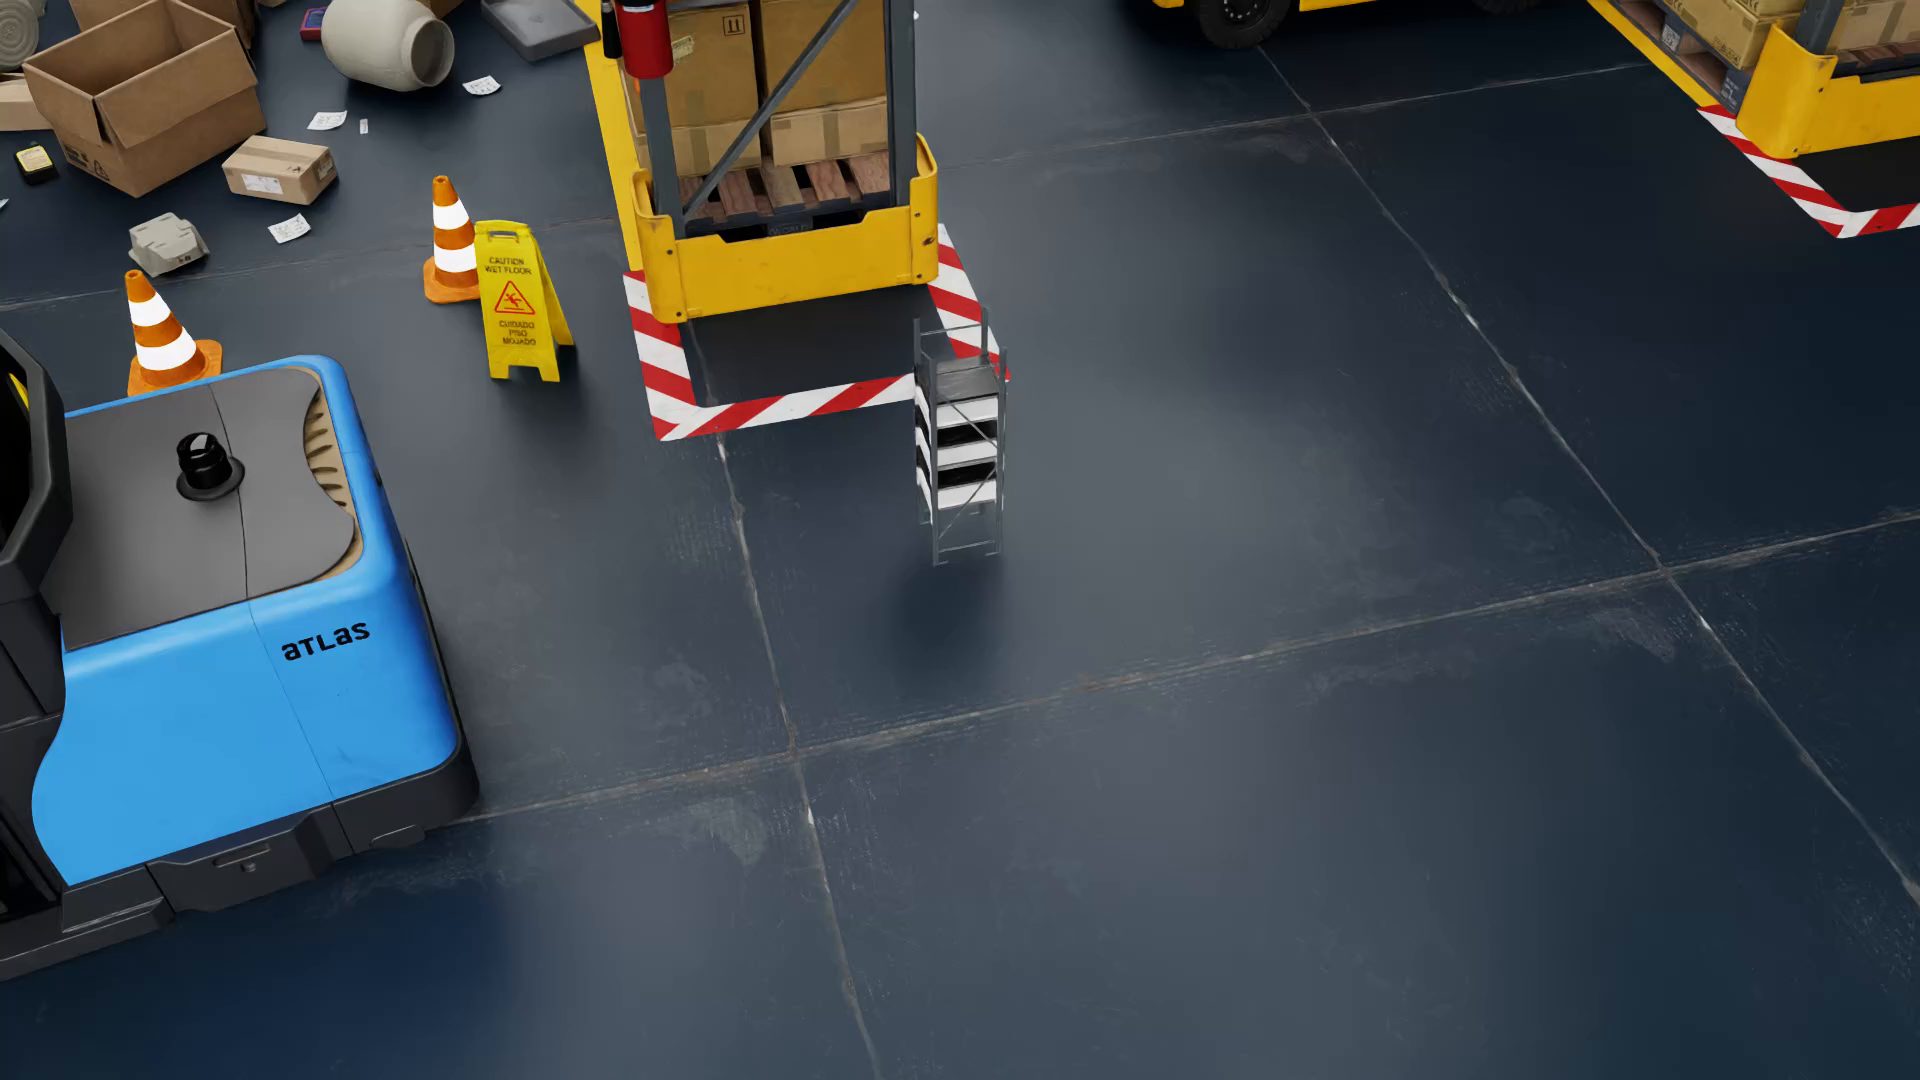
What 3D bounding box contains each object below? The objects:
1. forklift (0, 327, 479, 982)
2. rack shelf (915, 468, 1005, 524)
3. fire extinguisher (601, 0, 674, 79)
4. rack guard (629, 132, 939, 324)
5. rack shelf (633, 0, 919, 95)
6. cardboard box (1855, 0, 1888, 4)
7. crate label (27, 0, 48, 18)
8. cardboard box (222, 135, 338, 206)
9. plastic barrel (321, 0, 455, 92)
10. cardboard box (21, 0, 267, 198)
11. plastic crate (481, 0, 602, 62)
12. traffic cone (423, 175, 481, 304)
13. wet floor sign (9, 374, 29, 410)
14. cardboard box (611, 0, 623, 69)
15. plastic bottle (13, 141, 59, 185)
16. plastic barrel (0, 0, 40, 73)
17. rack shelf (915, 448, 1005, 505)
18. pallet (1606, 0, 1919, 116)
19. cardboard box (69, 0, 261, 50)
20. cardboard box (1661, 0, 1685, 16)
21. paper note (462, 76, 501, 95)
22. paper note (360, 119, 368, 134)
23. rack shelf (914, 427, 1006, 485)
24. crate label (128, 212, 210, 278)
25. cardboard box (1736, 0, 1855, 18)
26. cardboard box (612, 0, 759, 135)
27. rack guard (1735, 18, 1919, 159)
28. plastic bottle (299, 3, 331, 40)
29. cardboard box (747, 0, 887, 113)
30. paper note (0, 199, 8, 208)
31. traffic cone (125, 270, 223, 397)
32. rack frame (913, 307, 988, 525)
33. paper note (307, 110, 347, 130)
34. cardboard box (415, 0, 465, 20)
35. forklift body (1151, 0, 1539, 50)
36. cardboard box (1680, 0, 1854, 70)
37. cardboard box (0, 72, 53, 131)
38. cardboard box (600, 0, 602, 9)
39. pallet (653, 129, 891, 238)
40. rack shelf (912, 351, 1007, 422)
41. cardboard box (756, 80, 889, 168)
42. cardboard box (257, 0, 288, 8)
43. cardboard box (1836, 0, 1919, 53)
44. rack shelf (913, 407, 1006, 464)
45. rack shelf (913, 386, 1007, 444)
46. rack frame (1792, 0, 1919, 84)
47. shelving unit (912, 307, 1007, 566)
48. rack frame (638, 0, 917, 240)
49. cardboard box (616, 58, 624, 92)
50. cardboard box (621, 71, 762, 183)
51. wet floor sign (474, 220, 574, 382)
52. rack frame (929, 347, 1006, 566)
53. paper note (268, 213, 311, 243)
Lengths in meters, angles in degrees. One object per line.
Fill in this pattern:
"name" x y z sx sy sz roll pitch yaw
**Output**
"forklift" -2.986 -0.094 3.790 3.031 2.935 1.130 -17 48 -16
"rack shelf" -0.002 -0.171 5.586 0.258 0.077 0.200 -11 47 -10
"fire extinguisher" -1.080 -1.879 5.545 0.296 0.674 0.183 -11 47 -10
"rack guard" -0.683 -1.247 6.622 1.175 0.500 0.348 -11 47 -10
"rack shelf" -1.175 -3.198 7.288 1.077 0.370 4.000 -11 47 -10
"cardboard box" 4.214 -2.702 7.579 0.500 0.250 0.500 -10 46 -10
"crate label" -4.727 -2.686 8.286 0.250 0.136 0.298 27 51 24
"cardboard box" -2.951 -1.607 7.220 0.380 0.149 0.250 11 47 11
"plastic barrel" -2.656 -2.317 7.724 0.512 0.421 0.421 19 48 17
"cardboard box" -3.560 -1.945 7.304 0.637 0.503 0.797 27 51 24
"plastic crate" -2.078 -2.575 8.218 0.402 0.080 0.583 -26 51 -24
"traffic cone" -2.020 -1.242 6.644 0.336 0.463 0.334 -11 47 -10
"wet floor sign" -3.501 -0.613 5.898 0.267 0.644 0.232 -18 48 -17
"cardboard box" -1.257 -2.382 7.090 0.500 0.500 0.500 -9 46 -9
"plastic bottle" -4.093 -1.673 7.346 0.133 0.061 0.283 -26 51 -24
"plastic barrel" -4.673 -2.452 7.856 0.512 0.421 0.421 19 48 17
"rack shelf" -0.002 -0.234 5.522 0.258 0.077 0.200 -11 47 -10
"pallet" 3.898 -2.524 8.076 1.003 0.211 1.213 -11 47 -10
"cardboard box" -3.808 -2.637 7.887 0.797 0.637 0.503 -11 47 -10
"cardboard box" 3.590 -2.776 8.001 0.500 0.250 0.500 -11 47 -10
"paper note" -2.249 -2.142 7.828 0.142 0.019 0.148 -26 51 -24
"paper note" -2.723 -1.890 7.595 0.032 0.001 0.123 -11 47 -10
"rack shelf" -0.002 -0.297 5.458 0.258 0.077 0.200 -11 47 -10
"crate label" -3.268 -1.222 6.852 0.250 0.136 0.298 -35 55 -30
"cardboard box" 3.707 -2.618 7.497 0.500 0.250 0.500 -11 47 -11
"cardboard box" -1.121 -2.022 6.737 0.500 0.500 0.500 -10 46 -10
"rack guard" 4.140 -2.088 7.446 1.175 0.500 0.348 -11 47 -10
"plastic bottle" -3.170 -2.569 8.224 0.133 0.061 0.283 -3 46 -3
"cardboard box" -0.609 -2.140 6.853 0.500 0.500 0.500 -12 47 -12
"paper note" -4.172 -1.419 7.120 0.144 0.017 0.142 4 46 4
"traffic cone" -3.006 -0.805 6.215 0.336 0.463 0.334 -11 47 -10
"rack frame" -0.028 -0.391 5.503 0.240 0.900 0.006 -11 47 -10
"paper note" -2.902 -1.929 7.627 0.148 0.019 0.142 4 46 4
"cardboard box" -2.728 -2.968 8.307 0.500 0.500 0.500 19 48 17
"forklift body" 1.885 -3.658 7.829 2.313 2.155 1.214 -11 47 -10
"cardboard box" 3.708 -2.431 7.663 0.500 0.250 0.500 -10 46 -10
"cardboard box" -4.226 -2.049 7.572 0.396 0.266 0.258 -3 46 -3
"cardboard box" -1.395 -2.482 7.714 0.500 0.250 0.500 -12 47 -12
"pallet" -0.857 -1.713 7.281 1.003 0.211 1.213 -11 47 -10
"rack shelf" -0.002 -0.486 5.265 0.258 0.077 0.200 -11 47 -10
"cardboard box" -0.603 -1.861 7.105 0.500 0.250 0.500 -11 47 -11
"cardboard box" -3.554 -2.919 8.425 0.396 0.266 0.258 27 51 24
"cardboard box" 4.197 -2.539 7.769 0.500 0.250 0.500 -11 47 -10
"rack shelf" -0.002 -0.360 5.394 0.258 0.077 0.200 -11 47 -10
"rack shelf" -0.002 -0.423 5.329 0.258 0.077 0.200 -11 47 -10
"rack frame" 4.134 -2.980 6.570 1.000 3.000 0.127 -11 47 -10
"shelving unit" -0.002 -0.321 5.434 0.258 0.900 0.210 -11 47 -10
"rack frame" -0.663 -2.069 5.678 1.000 3.000 0.127 -11 47 -10
"cardboard box" -1.255 -2.122 7.360 0.500 0.250 0.500 -11 47 -10
"cardboard box" -1.137 -1.779 7.025 0.500 0.250 0.500 -11 47 -11
"wet floor sign" -1.649 -0.919 6.198 0.267 0.644 0.232 4 46 4
"rack frame" 0.024 -0.250 5.365 0.240 0.900 0.006 -11 47 -10
"paper note" -2.830 -1.319 7.021 0.148 0.019 0.142 -26 51 -24
